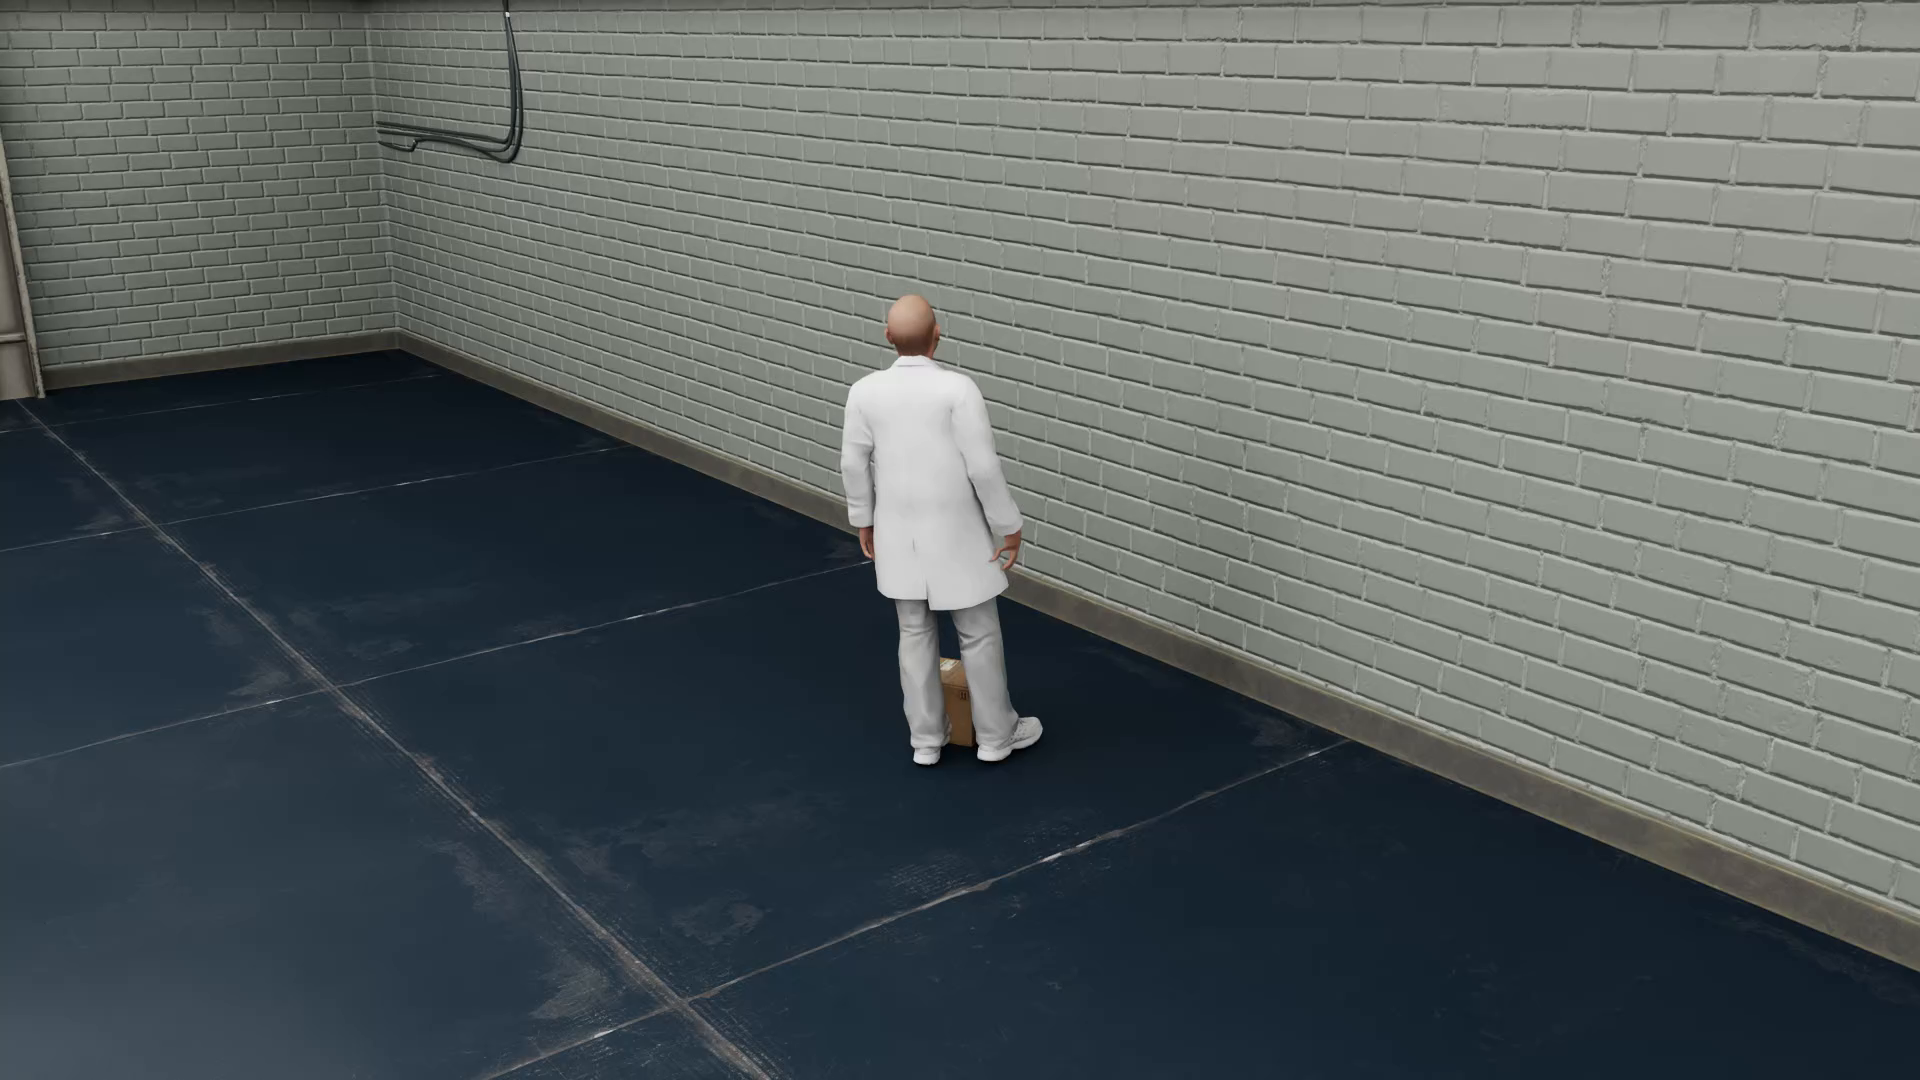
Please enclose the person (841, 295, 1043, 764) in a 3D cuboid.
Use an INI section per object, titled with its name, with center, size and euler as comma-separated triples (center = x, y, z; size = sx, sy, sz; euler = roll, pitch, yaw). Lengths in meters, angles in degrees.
[person]
center = -0.067, -0.043, 6.181
size = 0.698, 1.776, 0.580
euler = 7, 19, 22
